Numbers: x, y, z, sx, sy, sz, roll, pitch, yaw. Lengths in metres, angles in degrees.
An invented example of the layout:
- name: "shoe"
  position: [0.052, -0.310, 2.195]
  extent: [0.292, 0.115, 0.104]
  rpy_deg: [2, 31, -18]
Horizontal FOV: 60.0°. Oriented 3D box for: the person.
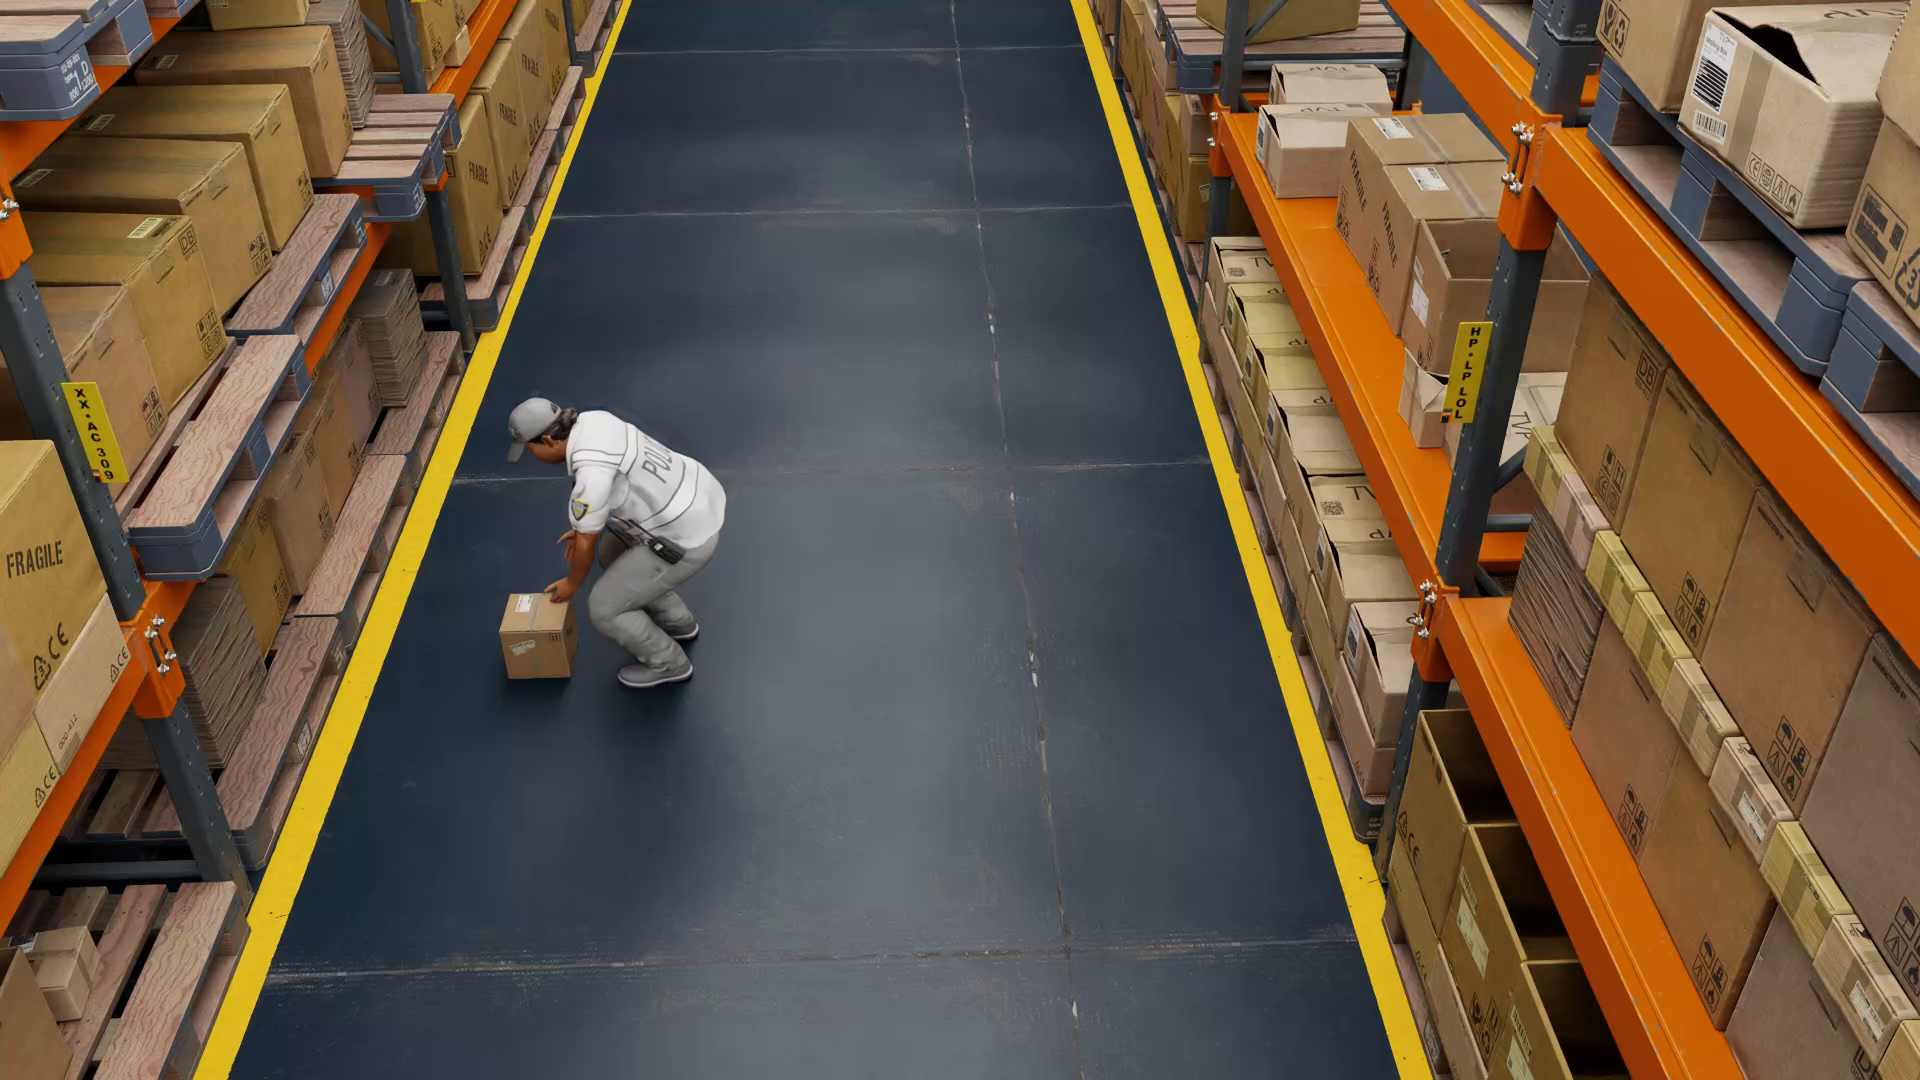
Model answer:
- name: "person"
  position: [-1.308, -0.008, 6.507]
  extent: [0.786, 1.265, 0.538]
  rpy_deg: [-1, 35, -2]
